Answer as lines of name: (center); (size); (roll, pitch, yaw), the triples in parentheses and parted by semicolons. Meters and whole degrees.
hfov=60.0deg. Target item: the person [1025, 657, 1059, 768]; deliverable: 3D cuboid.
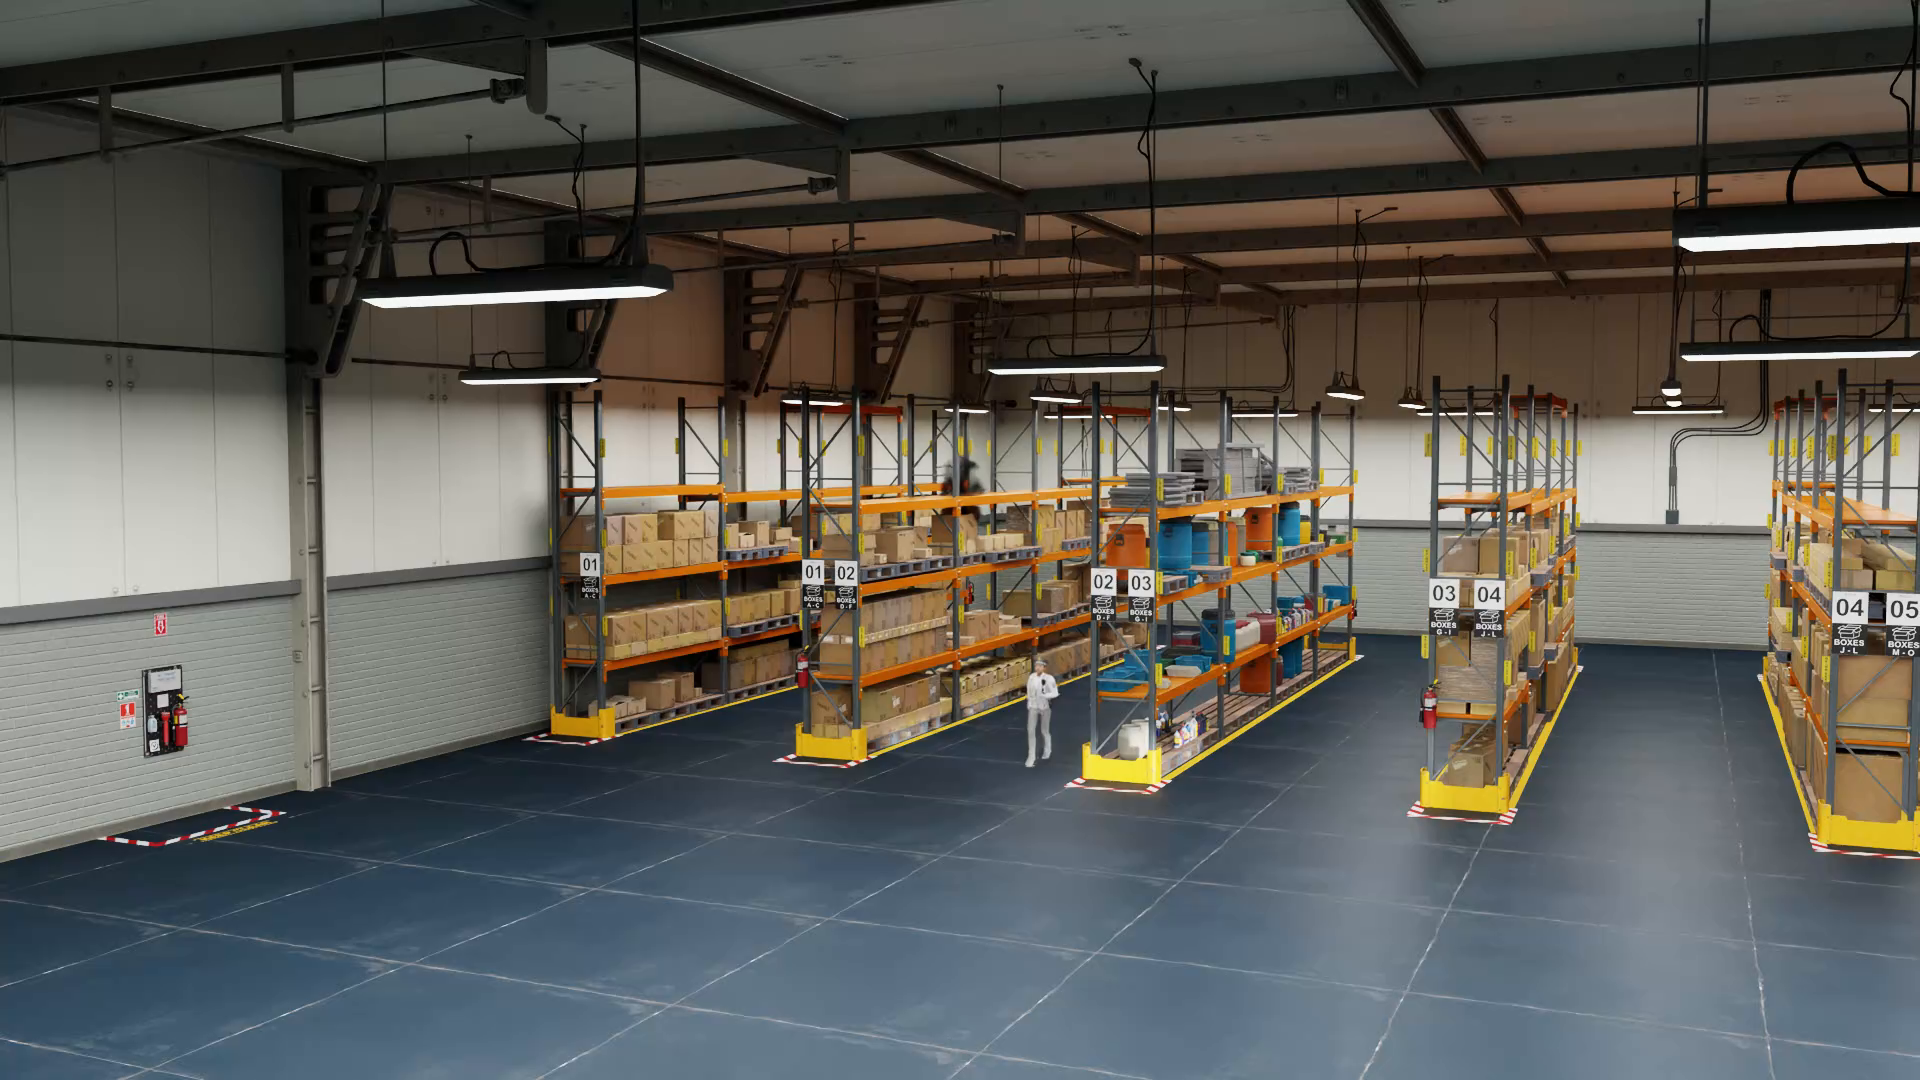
person: (1.287, 2.692, 26.316); (0.595, 1.720, 0.800); (1, 3, 18)
